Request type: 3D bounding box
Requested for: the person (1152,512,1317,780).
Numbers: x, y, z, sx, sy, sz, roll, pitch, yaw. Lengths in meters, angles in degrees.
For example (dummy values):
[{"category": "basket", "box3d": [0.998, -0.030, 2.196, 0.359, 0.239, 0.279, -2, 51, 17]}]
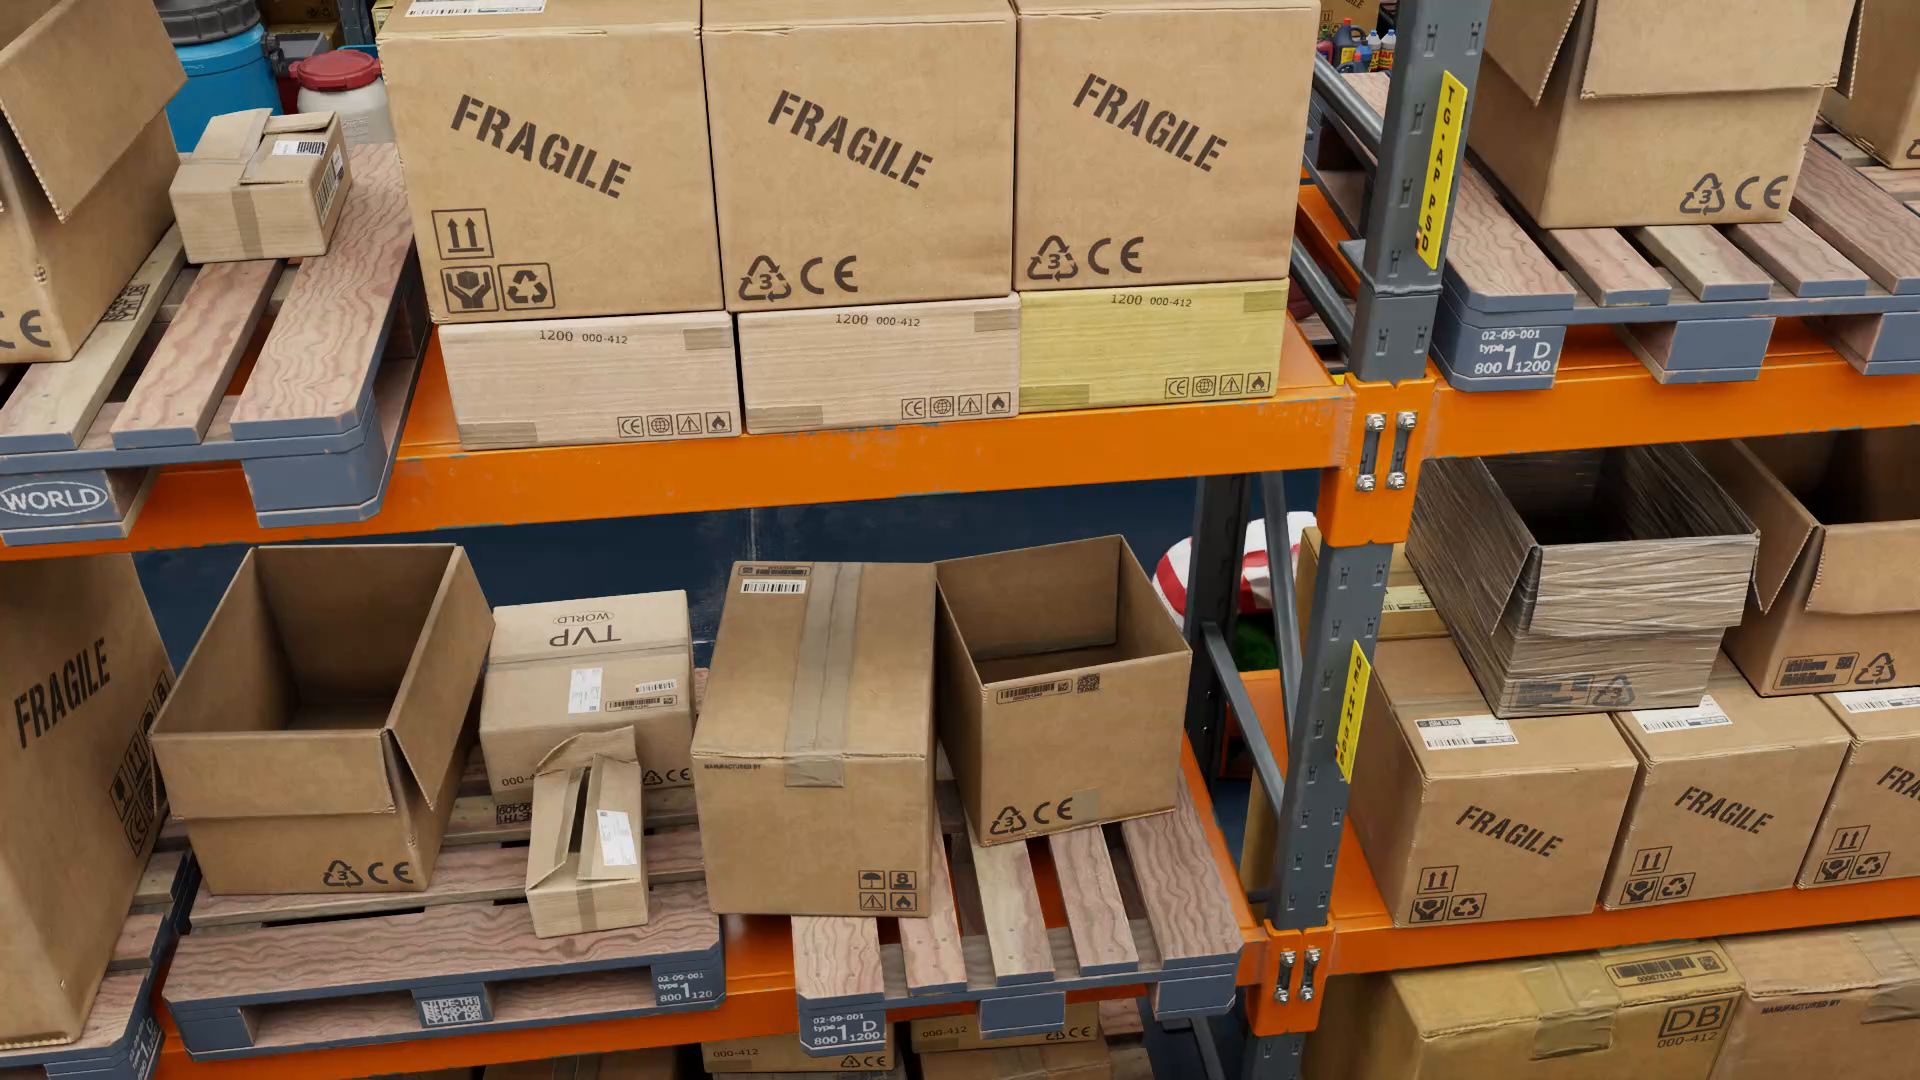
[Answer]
[{"category": "person", "box3d": [1.190, 0.374, 6.238, 0.958, 1.039, 0.522, -6, 35, -9]}]
